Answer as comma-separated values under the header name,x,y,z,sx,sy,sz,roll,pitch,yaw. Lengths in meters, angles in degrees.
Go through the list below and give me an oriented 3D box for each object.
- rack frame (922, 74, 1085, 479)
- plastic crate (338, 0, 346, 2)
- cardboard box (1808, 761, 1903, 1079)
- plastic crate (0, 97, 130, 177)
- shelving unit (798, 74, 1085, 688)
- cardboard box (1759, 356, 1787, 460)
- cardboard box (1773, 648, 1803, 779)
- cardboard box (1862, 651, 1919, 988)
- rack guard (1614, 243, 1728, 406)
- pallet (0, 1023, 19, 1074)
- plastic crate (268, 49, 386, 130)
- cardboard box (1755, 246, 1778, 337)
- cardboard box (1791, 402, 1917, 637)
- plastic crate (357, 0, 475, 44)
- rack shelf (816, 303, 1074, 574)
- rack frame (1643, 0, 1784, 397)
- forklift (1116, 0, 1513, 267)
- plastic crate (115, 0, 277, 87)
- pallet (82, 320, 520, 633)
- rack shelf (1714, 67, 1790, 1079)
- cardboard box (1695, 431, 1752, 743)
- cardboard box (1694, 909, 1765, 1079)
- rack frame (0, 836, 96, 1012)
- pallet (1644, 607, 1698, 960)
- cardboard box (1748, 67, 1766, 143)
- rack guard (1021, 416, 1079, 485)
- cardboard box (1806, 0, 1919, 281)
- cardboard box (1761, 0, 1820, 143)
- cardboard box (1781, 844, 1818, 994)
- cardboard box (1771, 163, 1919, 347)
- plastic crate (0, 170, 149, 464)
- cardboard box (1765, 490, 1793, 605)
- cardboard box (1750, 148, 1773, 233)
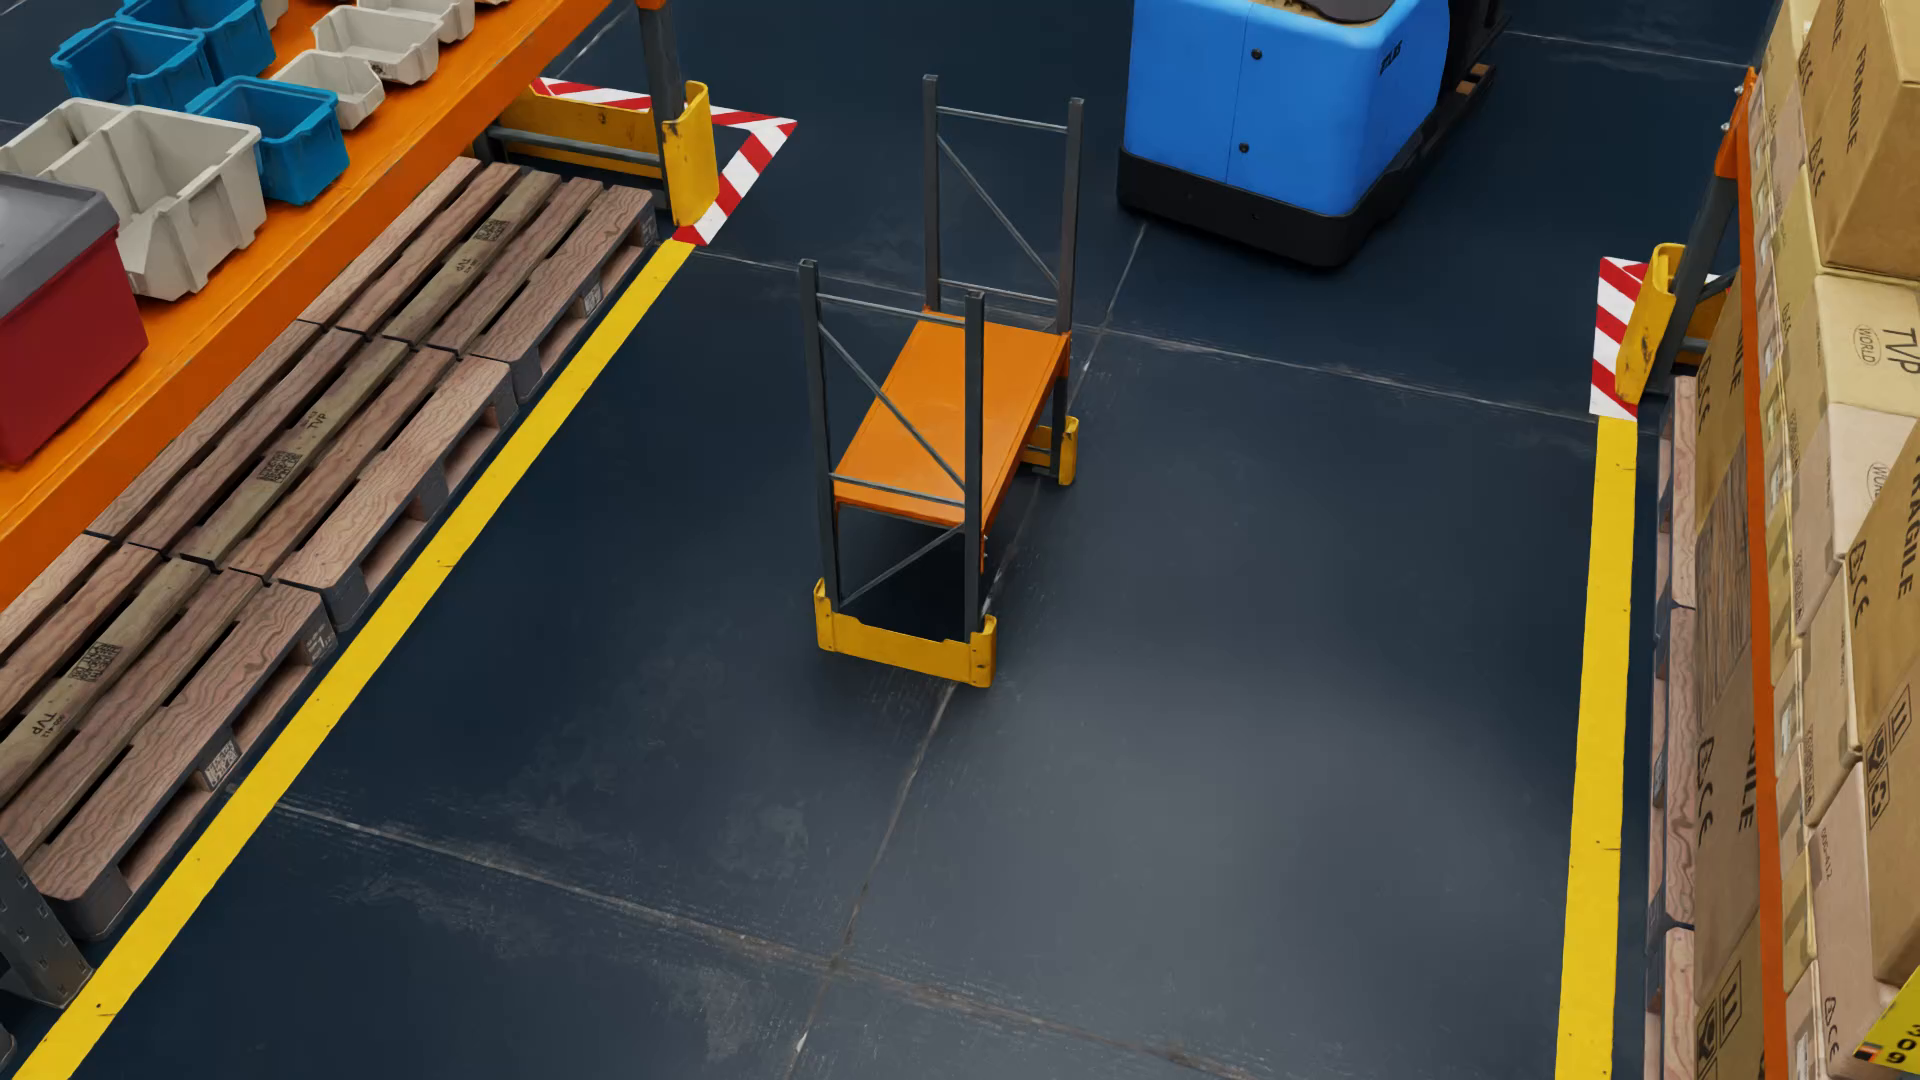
name,x,y,z,sx,sy,sz,roll,pitch,yaw
rack frame,0.128,-0.818,5.514,0.500,1.500,0.032,13,46,13
plastic crate,-2.232,-2.050,5.777,0.416,0.233,0.300,13,46,13
cardboard box,1.749,0.691,2.794,0.500,0.250,0.500,12,46,12
plastic crate,-2.614,-1.107,4.883,0.293,0.136,0.466,13,46,13
shelving unit,-0.023,-0.485,5.174,0.587,1.500,1.083,13,46,13
cardboard box,2.190,-0.291,4.082,0.380,0.149,0.250,11,46,11
cardboard box,1.879,0.396,3.380,0.380,0.149,0.250,13,46,13
cardboard box,1.749,0.410,2.545,0.500,0.500,0.500,14,46,14
rack guard,3.084,-0.696,6.103,1.175,0.500,0.348,13,46,13
pallet,-3.129,1.546,4.019,1.003,0.211,1.213,13,46,13
plastic crate,-1.953,-1.385,5.166,0.298,0.136,0.250,13,46,13
cardboard box,2.345,-0.631,4.430,0.380,0.149,0.250,12,46,12
cardboard box,2.057,0.005,3.495,0.500,0.250,0.500,13,46,13
plastic crate,-1.820,-1.777,5.567,0.396,0.136,0.243,13,46,13
rack shelf,-0.026,-0.351,5.293,0.538,0.185,1.000,13,46,13
rack frame,3.076,-1.573,5.213,1.000,3.000,0.127,13,46,13
forklift,1.874,-3.175,6.899,1.130,2.935,3.031,23,49,22
plastic crate,-2.431,-1.611,5.329,0.416,0.233,0.300,13,46,13
pallet,-2.302,-0.273,5.878,1.003,0.211,1.213,13,46,13
rack shelf,2.471,0.017,4.102,1.077,0.370,4.000,13,46,13
cardboard box,2.683,0.086,4.736,0.875,0.875,0.875,13,46,13
cardboard box,2.141,1.280,3.517,0.875,0.875,0.875,13,46,13
rack frame,-2.855,0.044,3.560,1.000,3.000,0.127,13,46,13
pallet,2.538,0.784,4.798,1.003,0.211,1.213,13,46,12
cardboard box,2.654,-1.316,5.130,0.380,0.149,0.250,13,46,13
rack guard,0.128,-0.370,5.950,0.587,0.250,0.087,13,46,13
cardboard box,2.371,-0.951,3.936,0.500,0.500,0.500,11,46,11
cardboard box,2.674,-1.363,4.893,0.500,0.250,0.500,11,46,11
cardboard box,1.723,0.738,3.030,0.380,0.149,0.250,13,46,13
cardboard box,2.367,-0.681,4.196,0.500,0.250,0.500,11,45,11
plastic crate,-2.346,-0.542,4.071,0.402,0.464,0.583,13,46,13
cardboard box,2.034,0.054,3.730,0.380,0.149,0.250,12,46,12
cardboard box,2.501,-0.974,4.781,0.380,0.149,0.250,12,46,12
